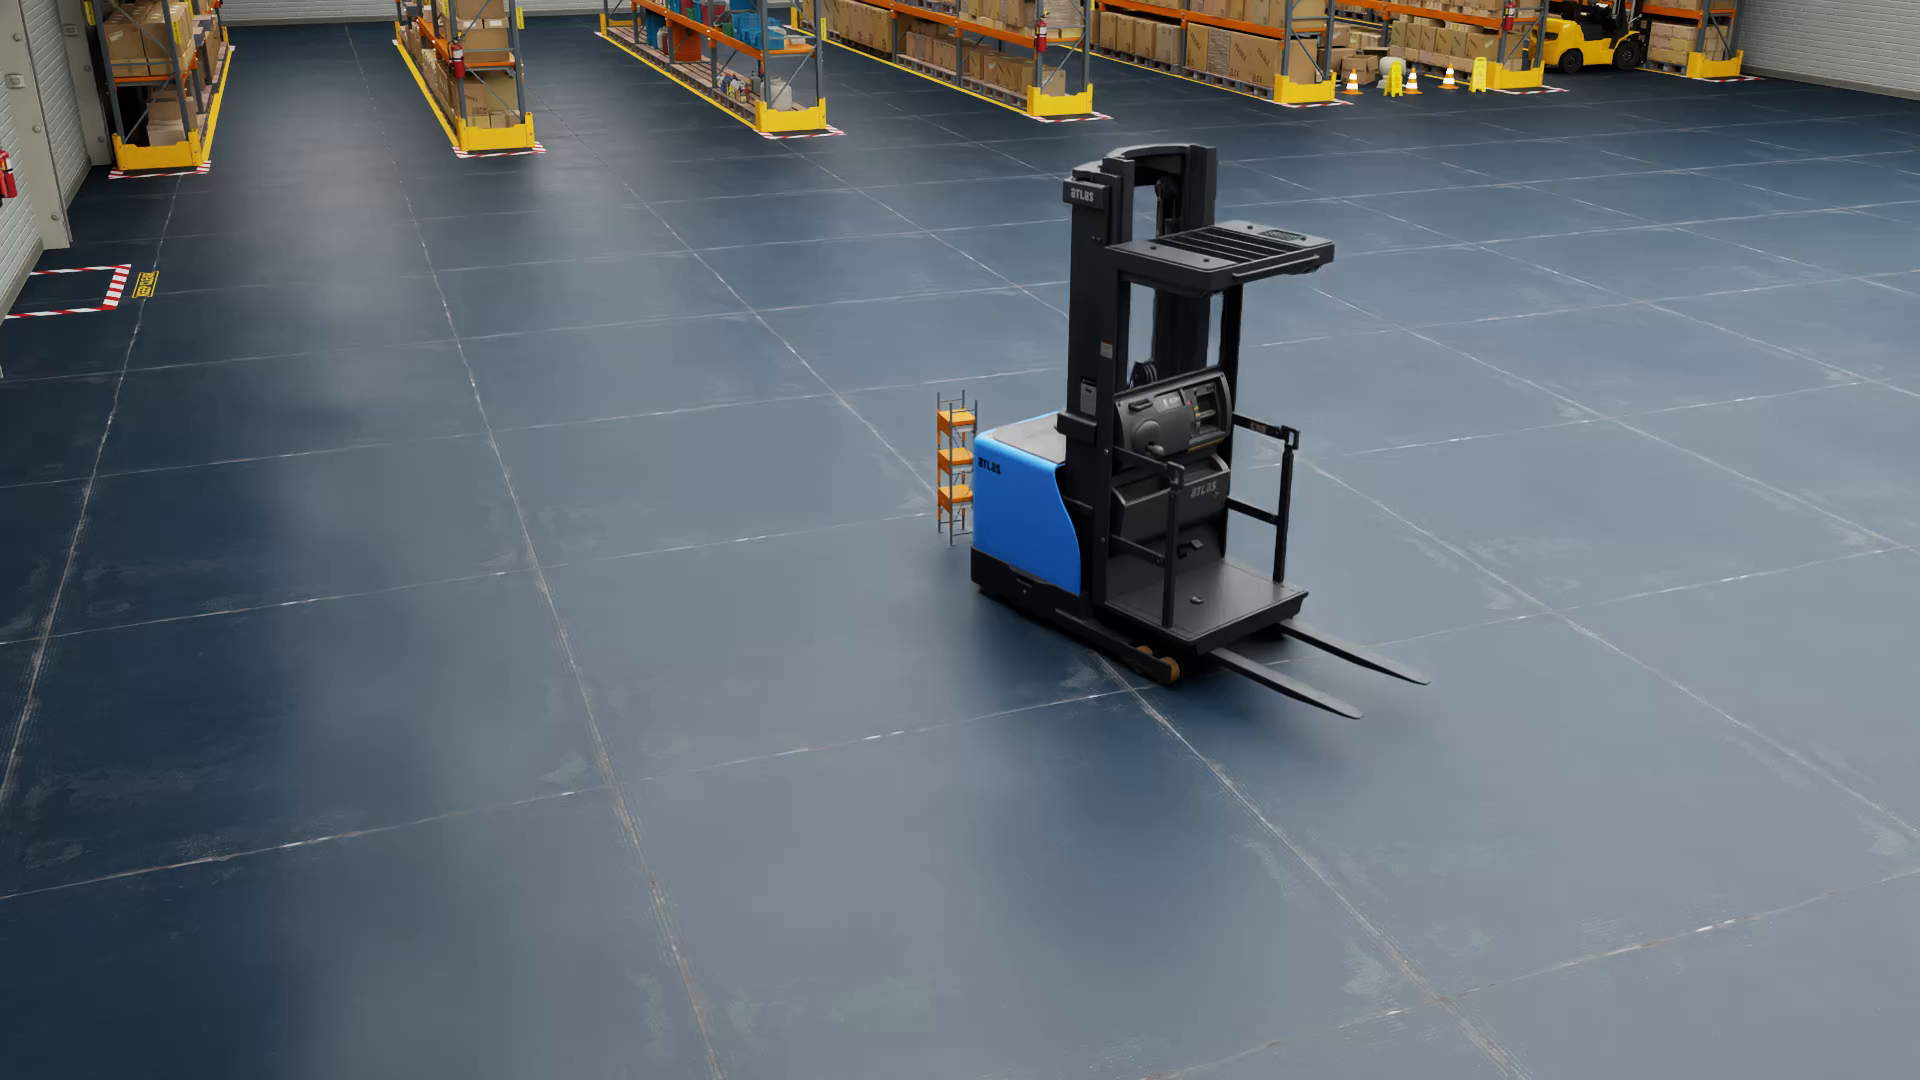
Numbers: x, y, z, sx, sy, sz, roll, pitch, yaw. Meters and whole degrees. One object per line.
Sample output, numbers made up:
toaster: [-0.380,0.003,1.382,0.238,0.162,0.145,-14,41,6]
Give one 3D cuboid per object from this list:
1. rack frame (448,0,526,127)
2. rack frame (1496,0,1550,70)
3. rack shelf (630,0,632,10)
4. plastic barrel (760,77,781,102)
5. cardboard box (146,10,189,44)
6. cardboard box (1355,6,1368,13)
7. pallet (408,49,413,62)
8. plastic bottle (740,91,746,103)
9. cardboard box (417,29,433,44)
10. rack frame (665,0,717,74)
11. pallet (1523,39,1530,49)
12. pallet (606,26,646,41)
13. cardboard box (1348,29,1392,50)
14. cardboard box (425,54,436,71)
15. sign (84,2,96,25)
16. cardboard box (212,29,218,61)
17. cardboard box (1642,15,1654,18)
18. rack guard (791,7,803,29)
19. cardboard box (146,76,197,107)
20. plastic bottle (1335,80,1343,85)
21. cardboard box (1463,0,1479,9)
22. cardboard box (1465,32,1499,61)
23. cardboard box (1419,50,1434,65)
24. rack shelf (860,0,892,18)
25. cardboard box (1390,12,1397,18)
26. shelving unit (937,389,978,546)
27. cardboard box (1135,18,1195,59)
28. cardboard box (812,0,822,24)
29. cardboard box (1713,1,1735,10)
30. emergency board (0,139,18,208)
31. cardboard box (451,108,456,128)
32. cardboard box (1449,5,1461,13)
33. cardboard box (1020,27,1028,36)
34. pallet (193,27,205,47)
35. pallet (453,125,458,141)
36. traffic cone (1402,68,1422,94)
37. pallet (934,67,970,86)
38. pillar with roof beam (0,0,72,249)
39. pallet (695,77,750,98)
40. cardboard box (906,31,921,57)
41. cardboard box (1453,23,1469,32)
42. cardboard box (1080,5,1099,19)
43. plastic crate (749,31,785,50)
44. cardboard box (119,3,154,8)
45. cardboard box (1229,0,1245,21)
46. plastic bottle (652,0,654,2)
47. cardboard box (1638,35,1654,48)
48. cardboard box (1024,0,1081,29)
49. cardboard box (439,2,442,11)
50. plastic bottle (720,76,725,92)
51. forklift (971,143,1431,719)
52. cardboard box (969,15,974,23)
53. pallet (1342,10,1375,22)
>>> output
rack frame: [-7.446,-7.703,26.163,1.000,3.000,0.127,-8,24,-19]
rack frame: [11.094,-10.420,32.611,1.000,3.000,0.127,-8,24,-19]
rack shelf: [-7.756,-13.136,39.981,1.077,0.370,4.000,-8,24,-19]
plastic barrel: [-3.291,-7.839,29.149,0.421,0.512,0.421,0,23,0]
cardboard box: [-12.501,-8.077,26.254,0.500,0.500,0.500,-8,24,-17]
cardboard box: [11.026,-14.505,45.432,0.380,0.149,0.250,-9,25,-21]
pallet: [-11.926,-11.027,37.642,1.003,0.211,1.213,-8,24,-19]
plastic bottle: [-3.869,-7.901,29.671,0.097,0.201,0.097,0,23,0]
cardboard box: [-10.846,-10.333,34.091,0.500,0.250,0.500,-7,24,-17]
rack frame: [-5.636,-11.288,34.669,1.000,3.000,0.127,-8,24,-19]
pallet: [13.592,-11.977,39.896,1.003,0.211,1.213,-8,24,-19]
pallet: [-8.207,-12.605,41.384,1.003,0.211,1.213,-8,24,-19]
cardboard box: [9.237,-11.307,37.558,0.950,0.372,0.625,-7,24,-16]
cardboard box: [-9.990,-9.188,31.966,0.500,0.311,0.500,-9,24,-20]
sign: [-12.605,-7.632,24.098,0.100,0.325,0.005,-8,24,-19]
cardboard box: [-15.966,-10.366,34.710,0.750,0.750,0.750,-8,24,-18]
cardboard box: [15.038,-11.423,36.703,0.500,0.250,0.500,-8,24,-19]
rack guard: [-3.837,-13.731,43.684,1.175,0.500,0.348,-8,24,-19]
cardboard box: [-13.767,-7.791,29.025,0.700,0.500,0.500,-7,24,-17]
plastic bottle: [7.593,-9.272,33.670,0.133,0.061,0.283,-18,29,-37]
cardboard box: [10.472,-10.945,33.345,0.500,0.500,0.500,-8,24,-19]
cardboard box: [10.567,-9.948,33.523,0.500,0.500,0.500,-8,24,-19]
cardboard box: [10.026,-10.164,35.002,0.500,0.250,0.500,-9,24,-20]
rack shelf: [-1.709,-12.362,38.145,1.077,0.370,4.000,-8,24,-19]
cardboard box: [11.655,-14.106,44.033,0.500,0.500,0.500,-9,24,-20]
shelving unit: [-0.019,-0.503,11.592,0.215,1.050,0.252,-8,24,-19]
cardboard box: [4.445,-10.879,36.055,1.050,0.750,0.750,-8,24,-19]
cardboard box: [-3.207,-13.536,42.199,0.875,0.875,0.875,-8,24,-19]
cardboard box: [15.822,-11.367,34.728,0.500,0.500,0.500,-8,24,-17]
emergency board: [-10.178,-4.074,17.554,0.194,1.169,0.643,-8,24,-19]
cardboard box: [-8.099,-6.963,27.409,0.500,0.250,0.500,-8,24,-19]
cardboard box: [10.245,-10.866,33.992,0.380,0.149,0.250,-9,24,-20]
cardboard box: [1.305,-9.195,30.026,0.380,0.149,0.250,-8,24,-19]
pallet: [-13.626,-8.684,28.739,1.003,0.211,1.213,-8,24,-19]
pallet: [-7.755,-6.690,27.350,1.003,0.211,1.213,-8,24,-19]
traffic cone: [8.817,-8.955,32.400,0.336,0.463,0.334,-8,24,-19]
pallet: [0.134,-9.512,34.045,1.003,0.211,1.213,-8,24,-19]
pillar with roof beam: [-6.988,-8.332,19.933,9.100,9.000,0.400,-8,24,-19]
pallet: [-4.537,-8.829,32.427,1.003,0.211,1.213,-8,24,-19]
cardboard box: [-0.747,-10.777,36.110,0.700,0.500,0.500,-10,25,-22]
cardboard box: [10.289,-10.462,33.910,0.380,0.149,0.250,-8,24,-18]
cardboard box: [2.998,-12.393,39.003,0.500,0.250,0.500,-8,24,-18]
plastic crate: [-3.267,-8.453,28.135,0.499,0.251,0.616,-8,24,-19]
cardboard box: [-13.521,-8.561,27.402,0.500,0.500,0.500,-9,24,-20]
cardboard box: [5.805,-10.506,32.622,0.875,0.550,0.500,-8,24,-19]
plastic bottle: [-6.599,-11.832,36.024,0.144,0.351,0.185,-8,24,-19]
cardboard box: [14.903,-10.762,35.777,0.500,0.250,0.500,-9,24,-20]
cardboard box: [1.655,-9.447,29.791,0.875,0.500,0.500,-8,24,-19]
cardboard box: [-8.856,-9.286,28.955,0.380,0.149,0.250,-8,24,-18]
plastic bottle: [-4.381,-8.492,30.977,0.152,0.276,0.135,-7,24,-17]
forklift: [1.406,-0.720,9.685,1.130,2.935,3.031,-18,29,-37]
cardboard box: [0.395,-10.099,32.172,0.380,0.149,0.250,-8,24,-19]
pallet: [11.256,-14.427,45.709,1.003,0.211,1.213,-8,24,-19]
